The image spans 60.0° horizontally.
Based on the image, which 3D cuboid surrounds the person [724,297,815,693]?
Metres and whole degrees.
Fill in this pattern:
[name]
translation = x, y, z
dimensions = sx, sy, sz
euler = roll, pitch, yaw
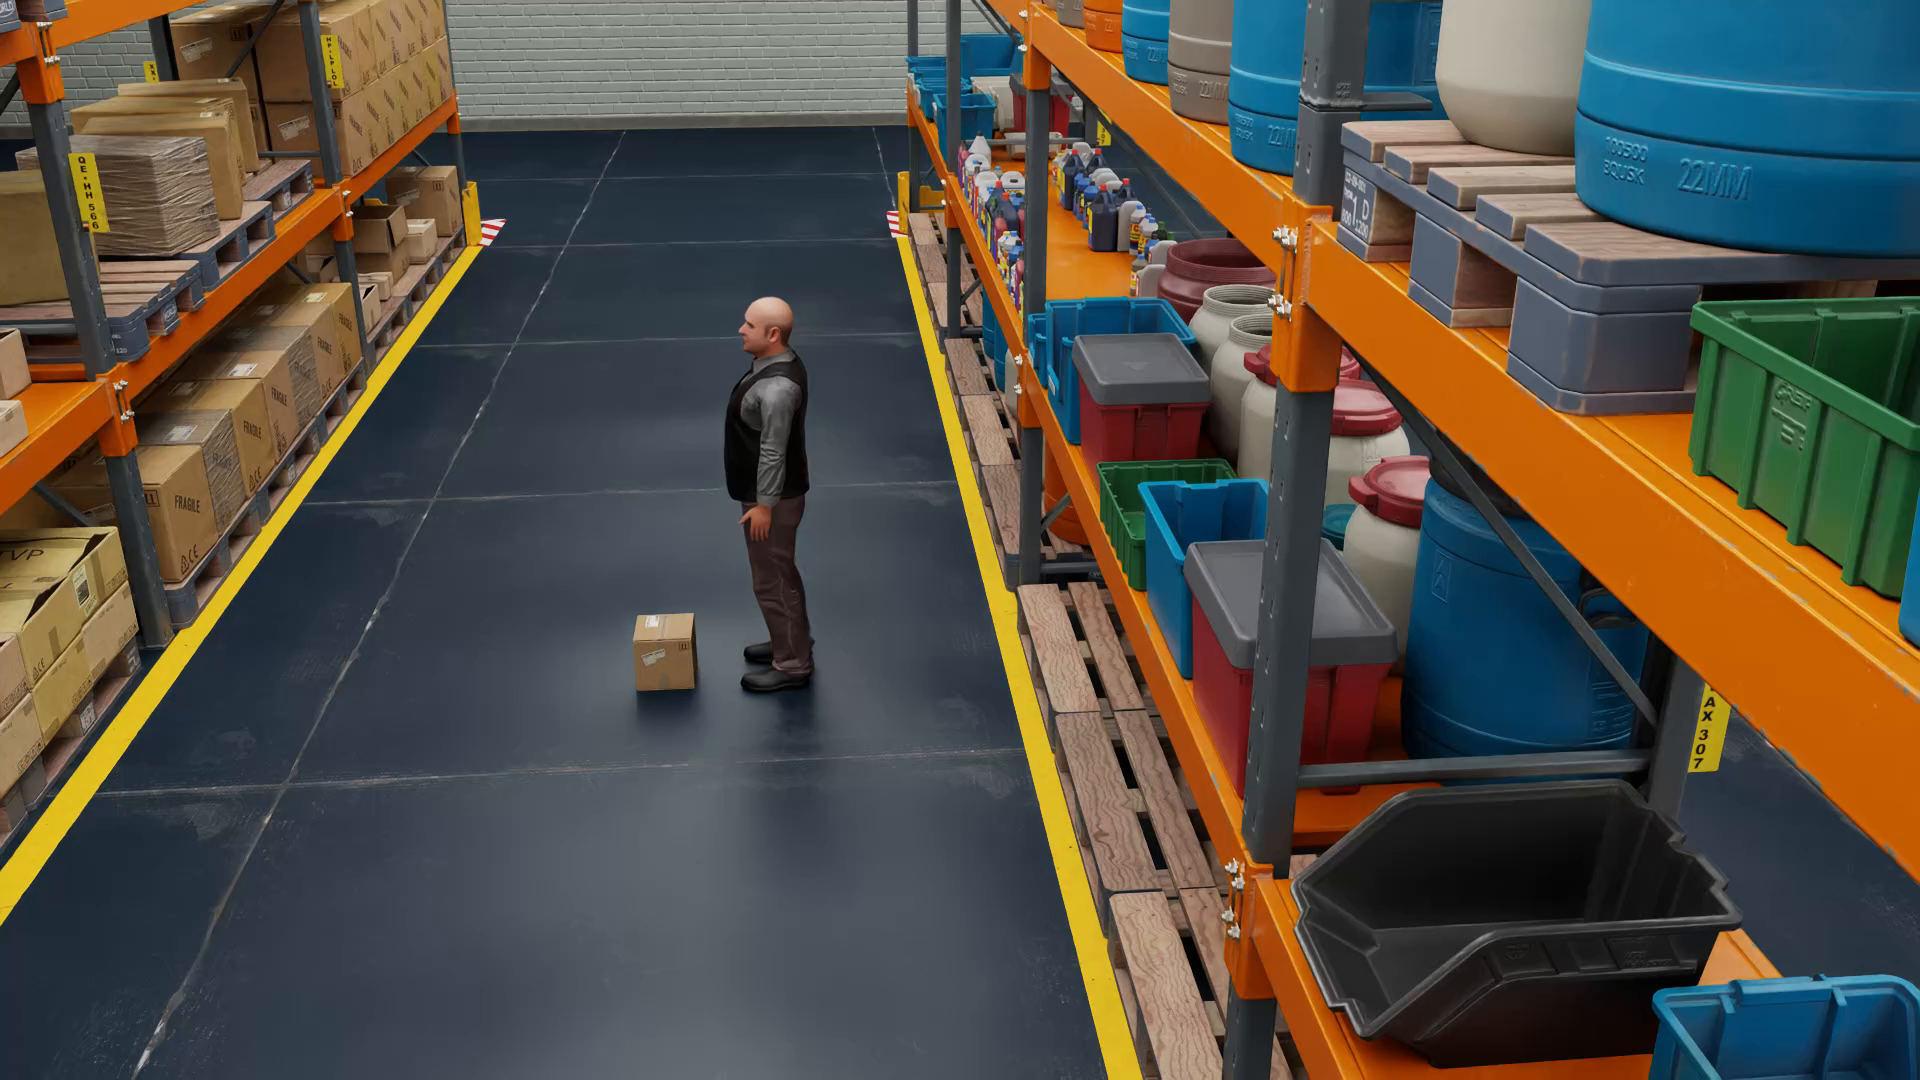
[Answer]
[person]
translation = -0.811, -0.191, 7.071
dimensions = 0.359, 1.718, 0.529
euler = -2, 24, -4
